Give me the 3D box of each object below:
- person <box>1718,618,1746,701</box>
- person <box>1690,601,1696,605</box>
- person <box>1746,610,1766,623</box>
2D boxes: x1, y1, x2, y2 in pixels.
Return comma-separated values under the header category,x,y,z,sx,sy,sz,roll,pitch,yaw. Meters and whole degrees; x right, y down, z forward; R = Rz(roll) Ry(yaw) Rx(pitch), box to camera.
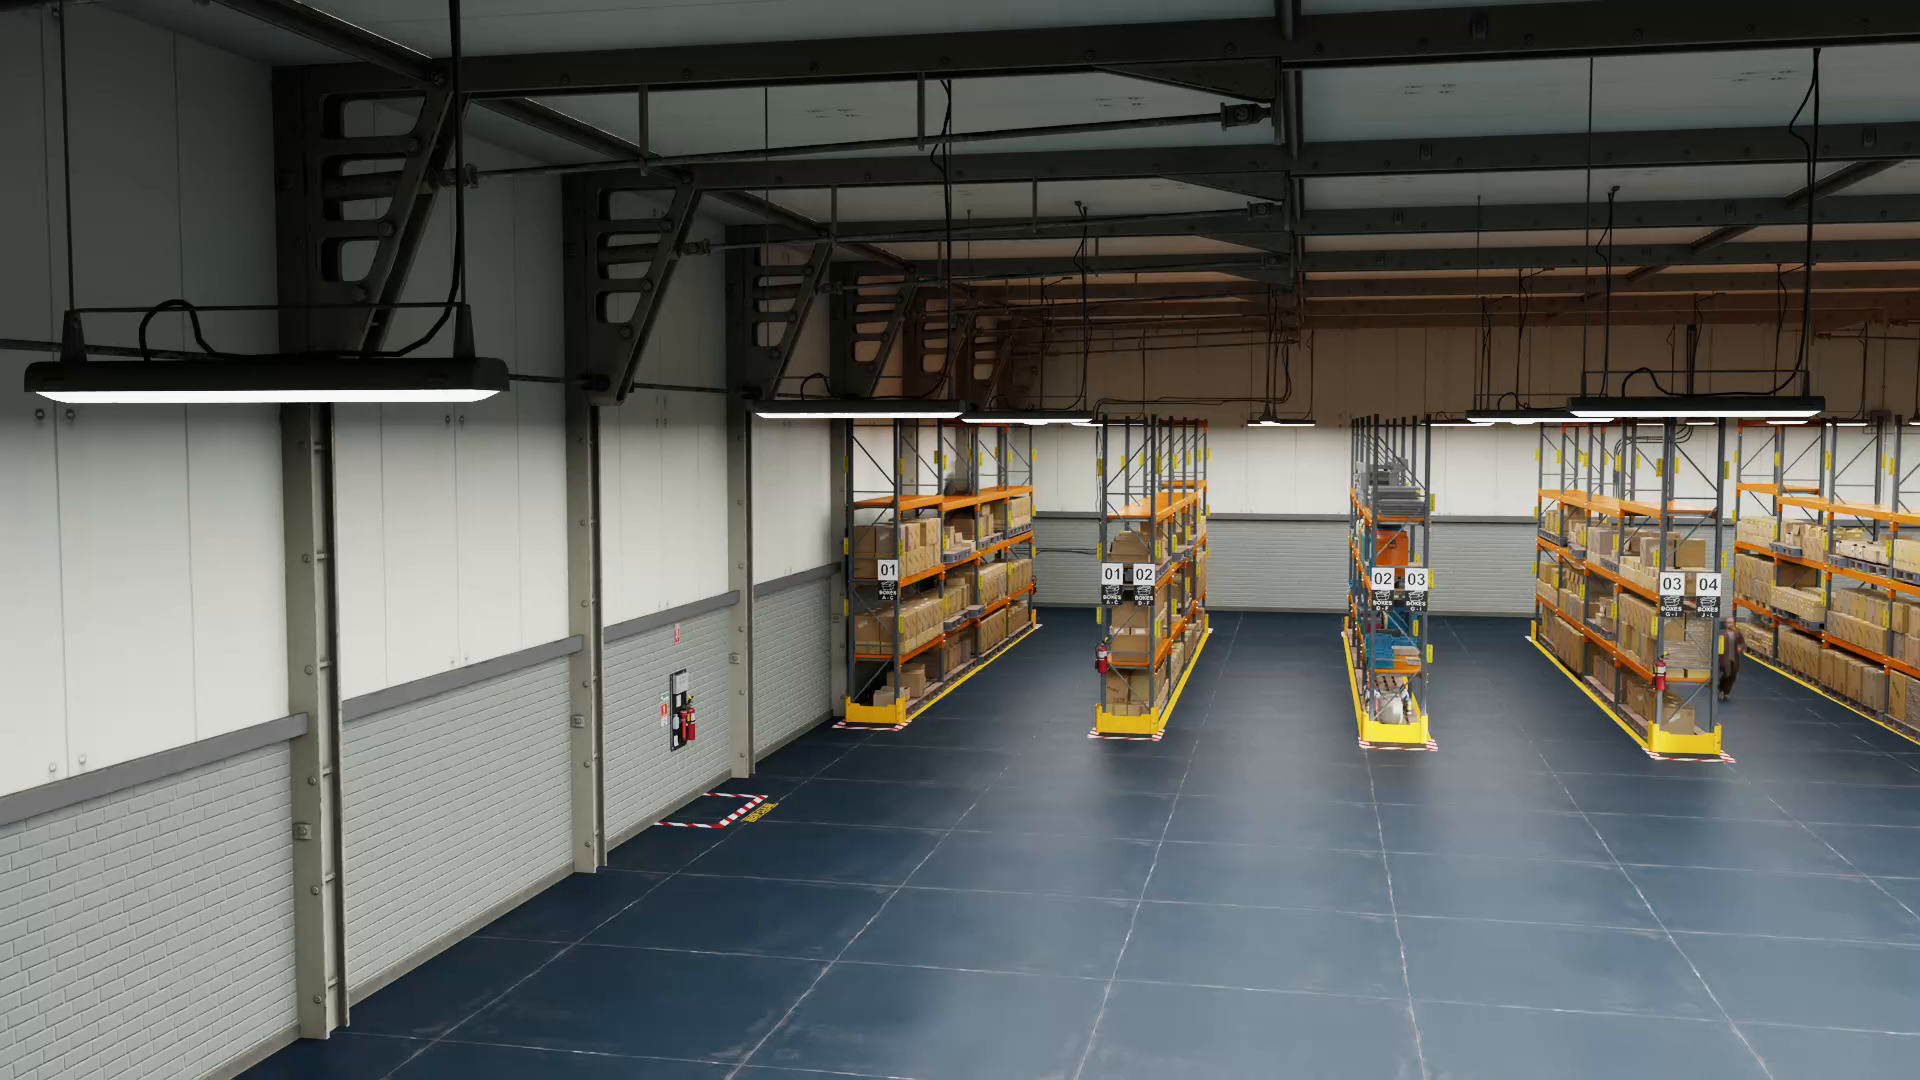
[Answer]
category,x,y,z,sx,sy,sz,roll,pitch,yaw
person,16.156,2.507,34.937,0.694,1.743,0.712,0,4,2
person,18.645,2.100,41.777,0.635,1.751,0.716,1,4,11
person,21.570,1.867,45.152,0.657,1.656,0.902,-3,5,-38
